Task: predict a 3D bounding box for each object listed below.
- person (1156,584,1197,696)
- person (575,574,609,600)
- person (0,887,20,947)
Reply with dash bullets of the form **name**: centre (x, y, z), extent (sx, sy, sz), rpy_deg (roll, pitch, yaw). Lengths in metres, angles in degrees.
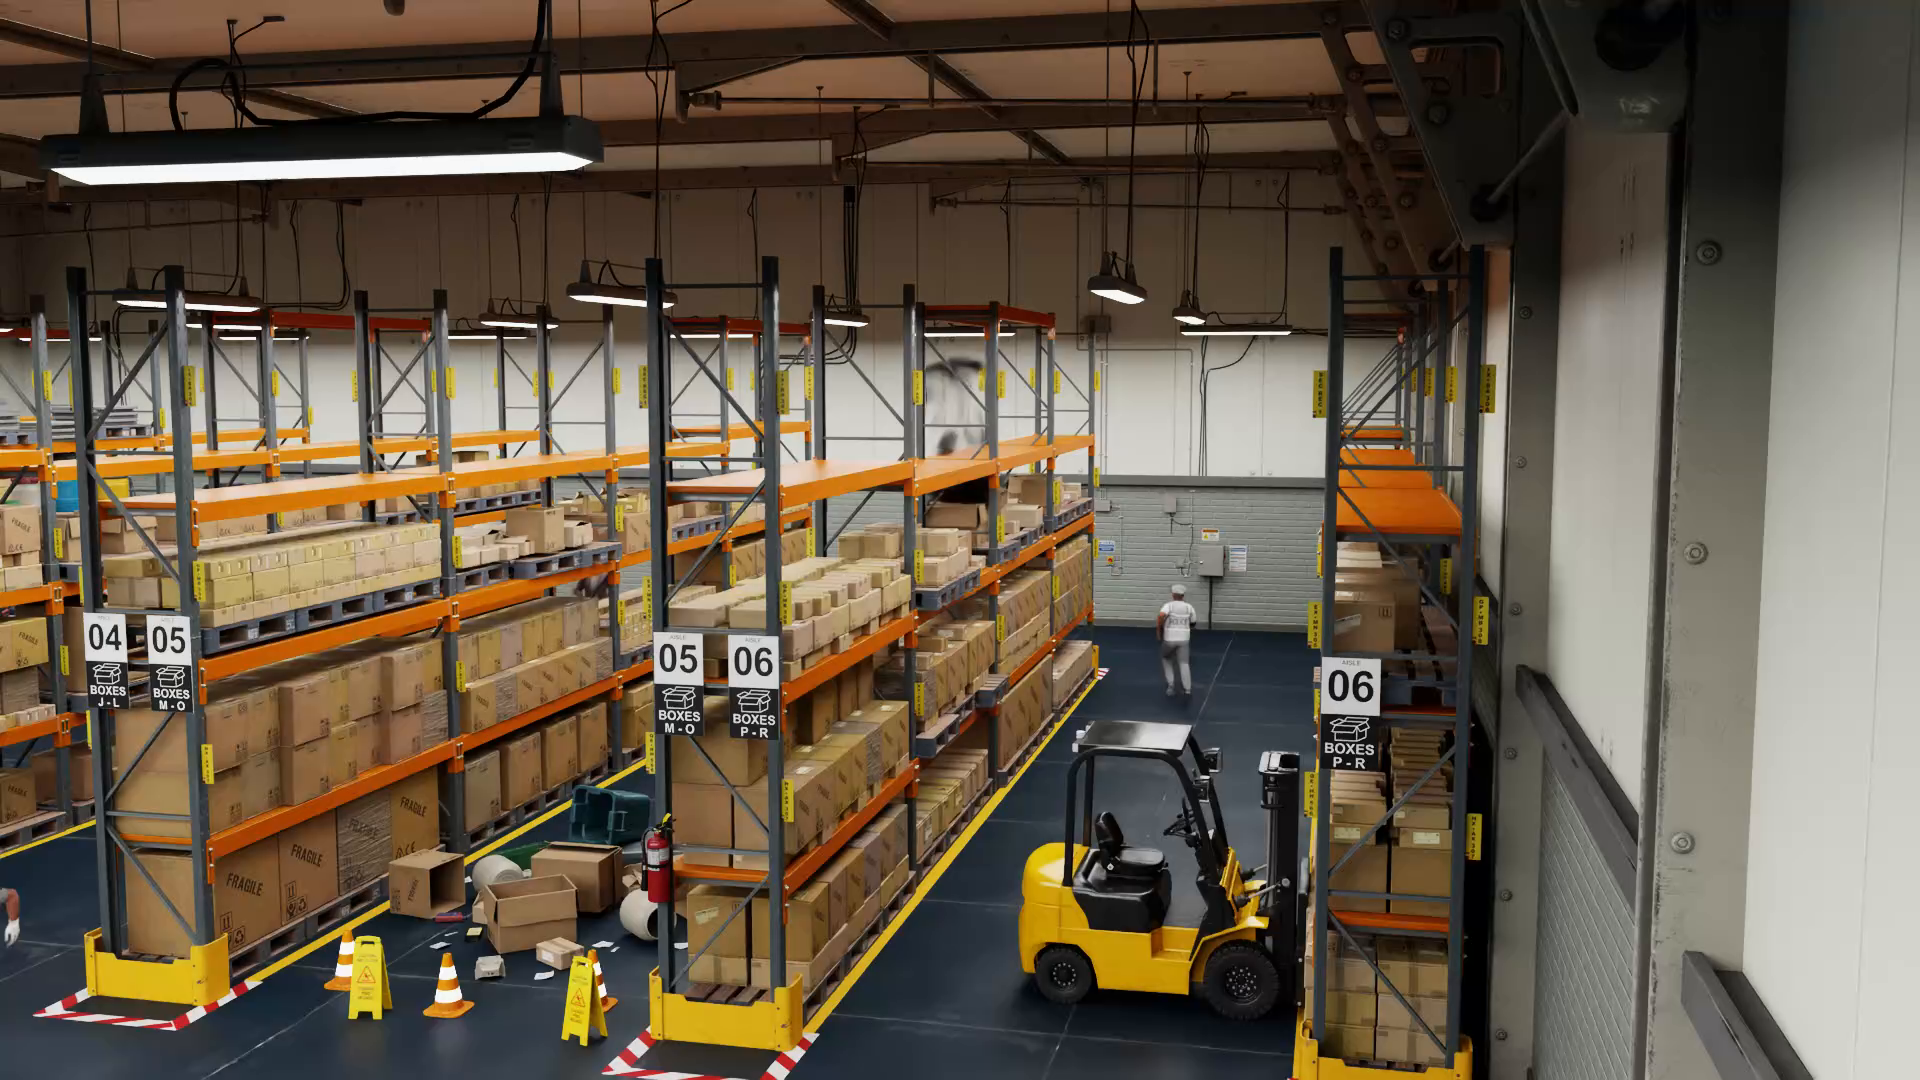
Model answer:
- **person**: centre (3.429, 1.625, 26.408), extent (0.672, 1.828, 0.900), rpy_deg (0, 6, -1)
- **person**: centre (-6.611, 1.256, 30.148), extent (0.736, 1.732, 0.732), rpy_deg (0, 6, -4)
- **person**: centre (-7.277, 3.128, 12.160), extent (0.685, 1.607, 0.879), rpy_deg (-2, 6, -21)
